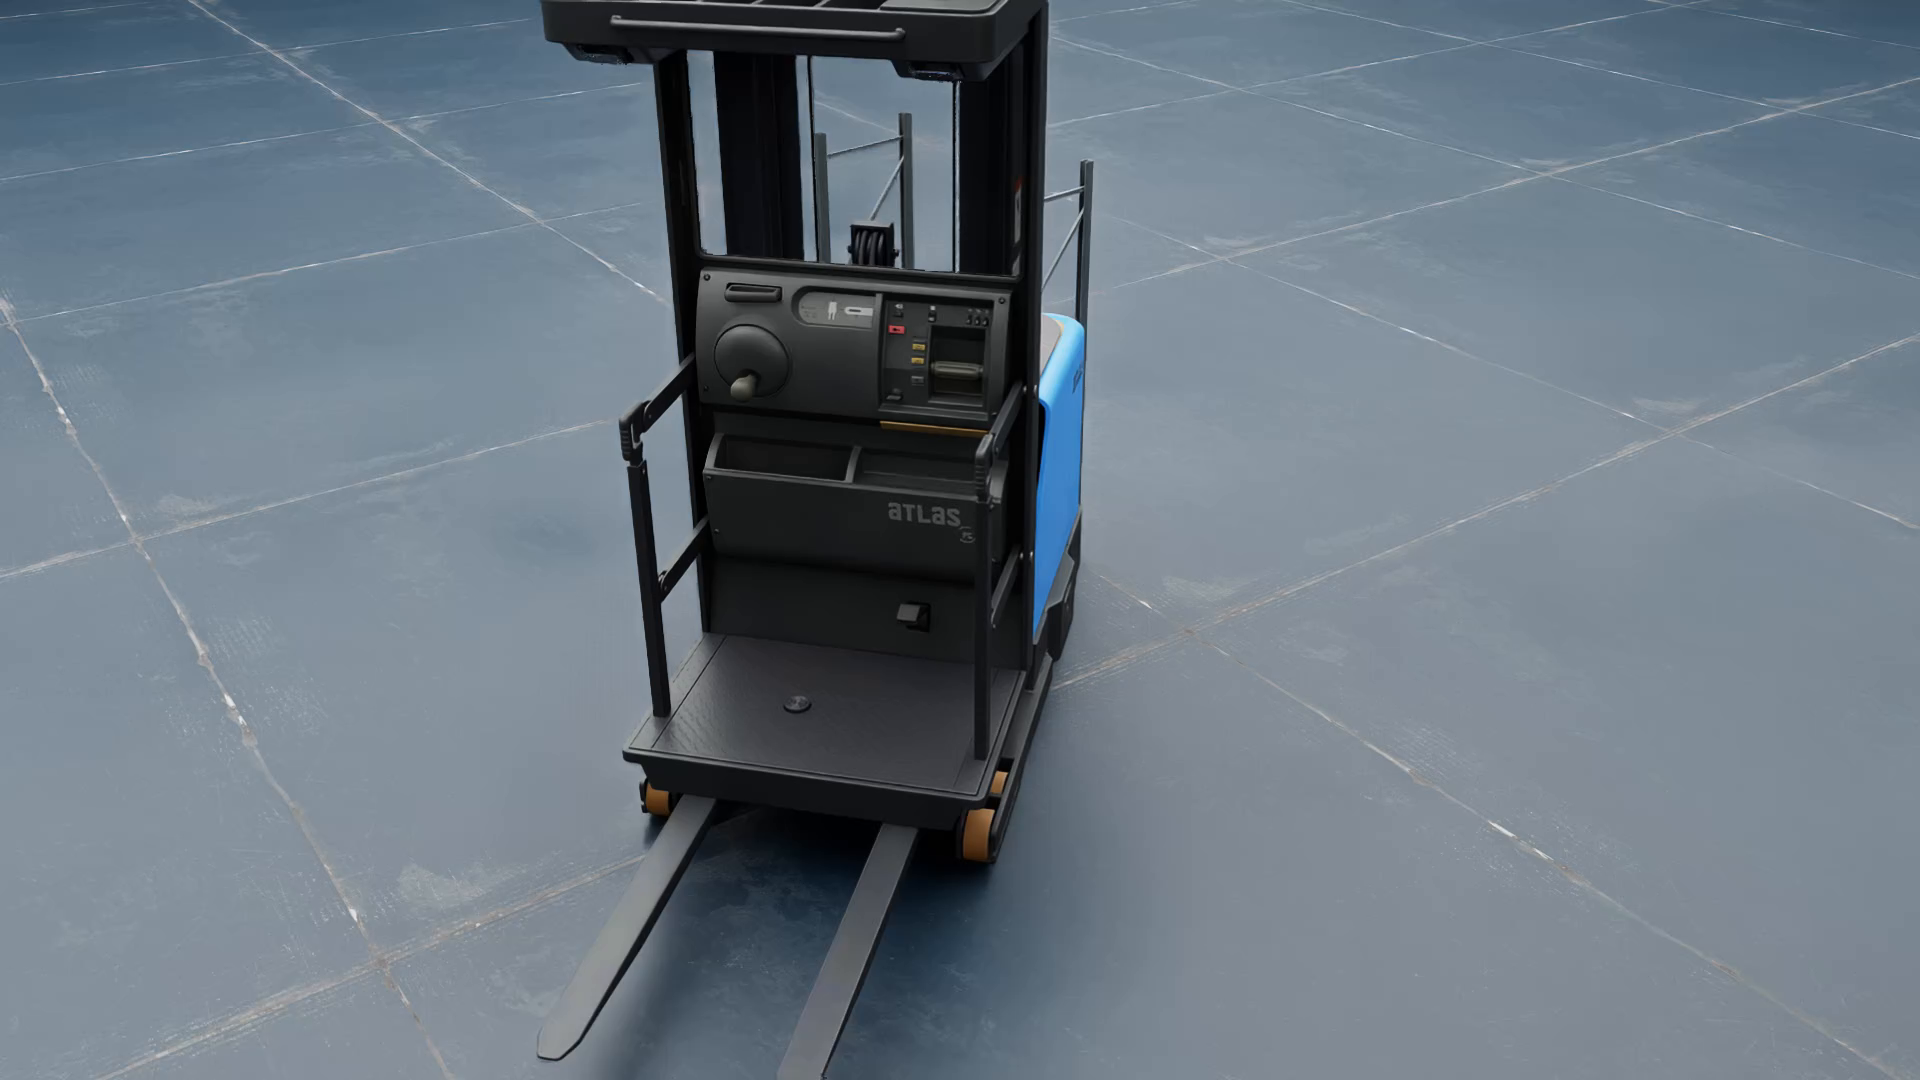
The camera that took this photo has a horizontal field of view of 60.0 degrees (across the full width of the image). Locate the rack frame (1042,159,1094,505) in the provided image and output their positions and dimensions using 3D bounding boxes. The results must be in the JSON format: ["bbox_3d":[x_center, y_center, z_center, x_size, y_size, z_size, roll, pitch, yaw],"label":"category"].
[{"bbox_3d":[0.310,-0.684,6.438,0.500,1.500,0.032,-24,37,-37],"label":"rack frame"}]

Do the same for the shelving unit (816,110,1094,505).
[{"bbox_3d":[-0.041,-0.860,6.761,0.538,1.500,1.048,-24,37,-37],"label":"shelving unit"}]

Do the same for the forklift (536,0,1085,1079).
[{"bbox_3d":[-0.362,-0.521,4.638,1.130,2.935,3.031,6,29,11],"label":"forklift"}]

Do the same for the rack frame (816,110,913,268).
[{"bbox_3d":[-0.392,-1.035,7.085,0.500,1.500,0.032,-24,37,-37],"label":"rack frame"}]
